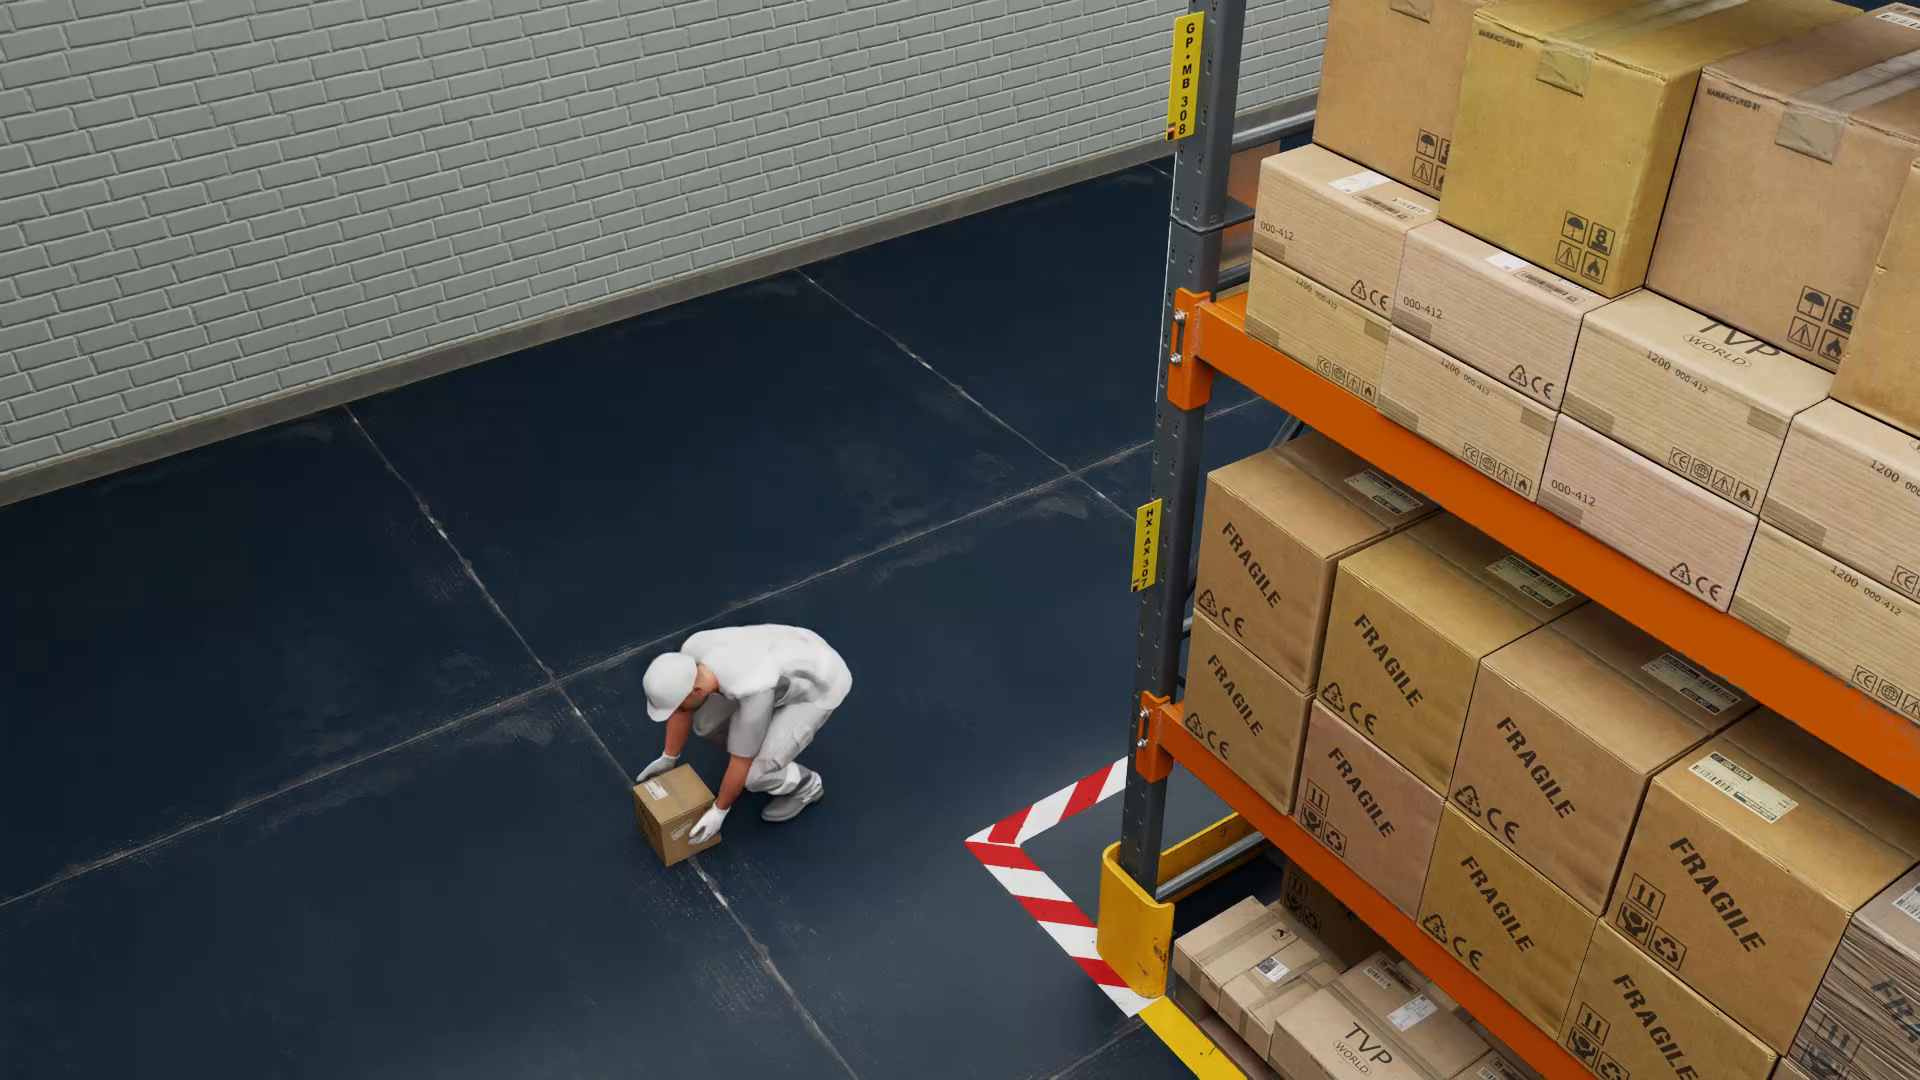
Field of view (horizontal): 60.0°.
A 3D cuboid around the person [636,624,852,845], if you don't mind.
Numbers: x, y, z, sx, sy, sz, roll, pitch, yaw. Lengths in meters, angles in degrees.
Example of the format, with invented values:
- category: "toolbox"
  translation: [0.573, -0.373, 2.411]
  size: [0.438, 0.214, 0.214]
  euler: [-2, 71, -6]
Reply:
- category: "person"
  translation: [-0.841, 0.712, 6.684]
  size: [0.877, 0.994, 0.574]
  euler: [-23, 42, -28]
